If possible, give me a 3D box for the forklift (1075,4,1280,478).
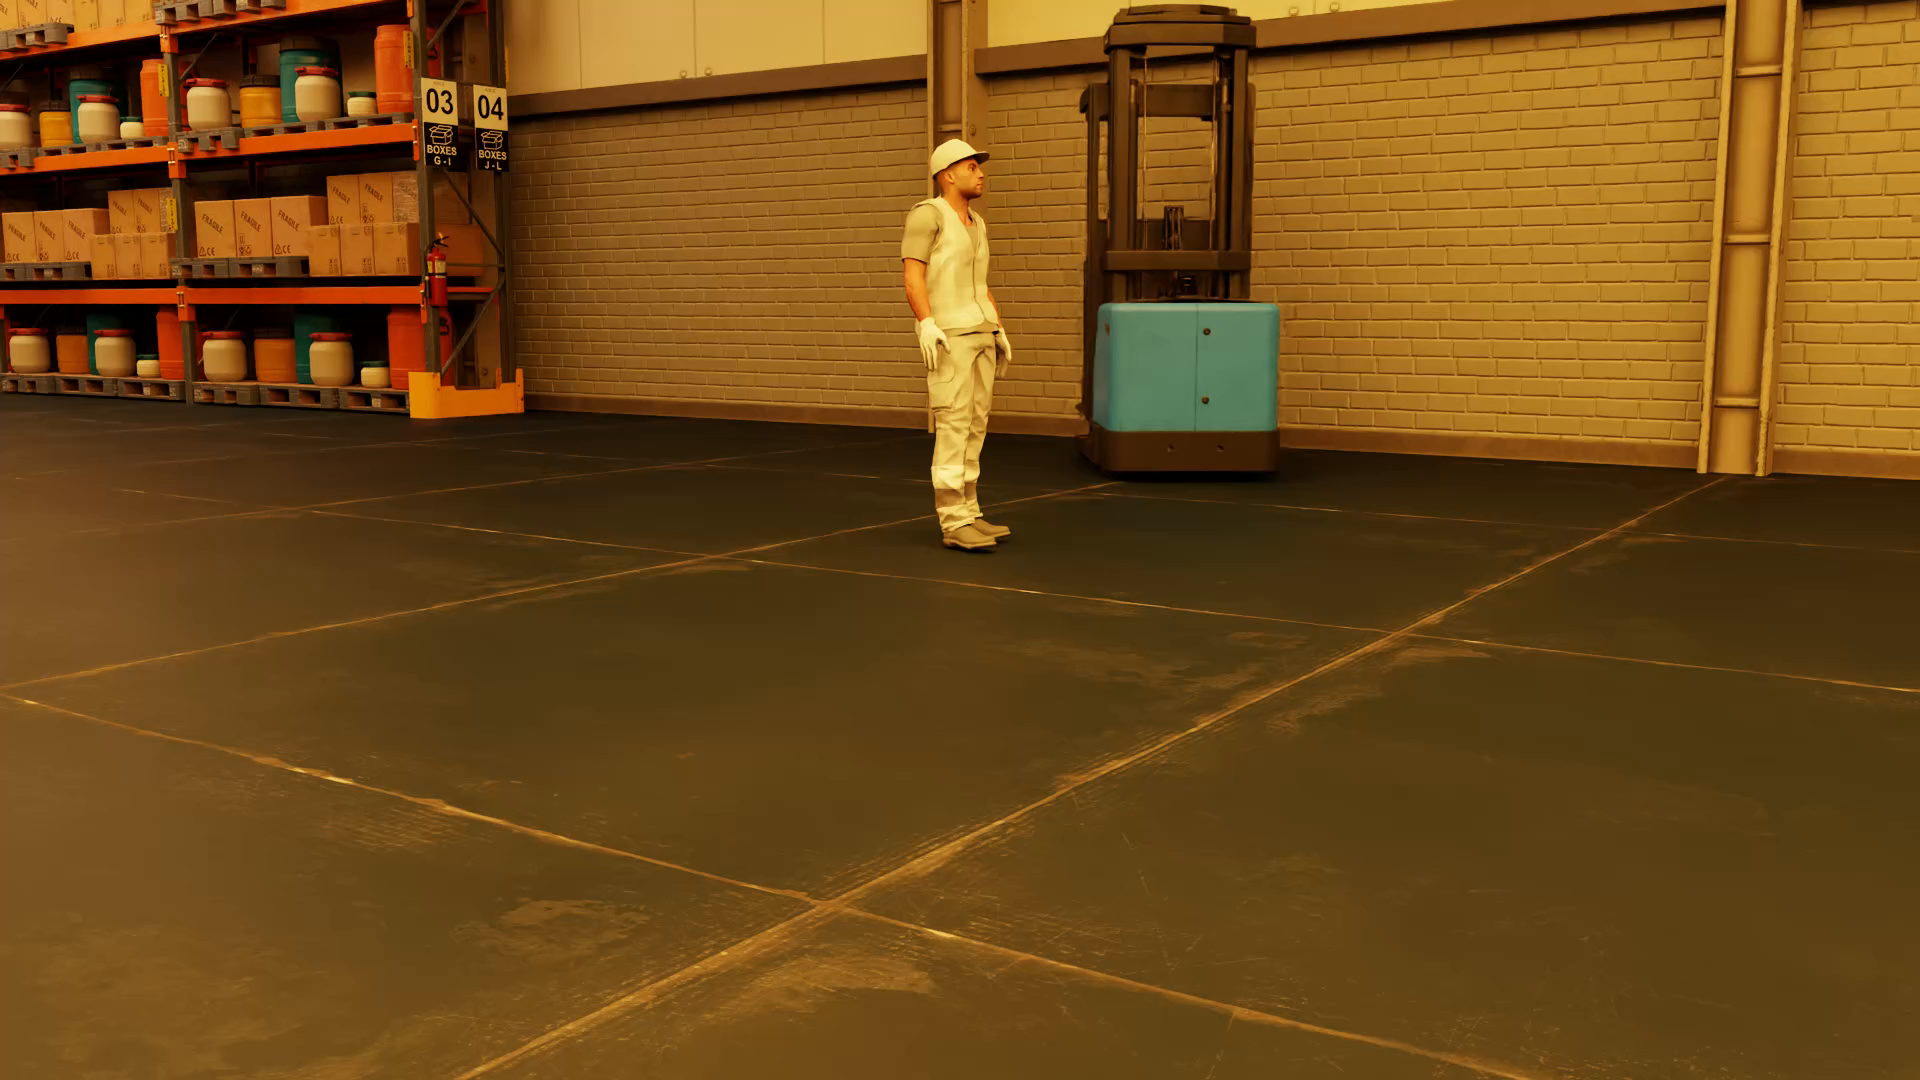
[{"bbox_3d":[1.382,-2.006,11.297,1.130,2.935,3.031,0,8,-1],"label":"forklift"}]

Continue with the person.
[{"bbox_3d":[0.059,-0.885,7.422,0.564,1.787,0.637,5,10,34],"label":"person"}]
